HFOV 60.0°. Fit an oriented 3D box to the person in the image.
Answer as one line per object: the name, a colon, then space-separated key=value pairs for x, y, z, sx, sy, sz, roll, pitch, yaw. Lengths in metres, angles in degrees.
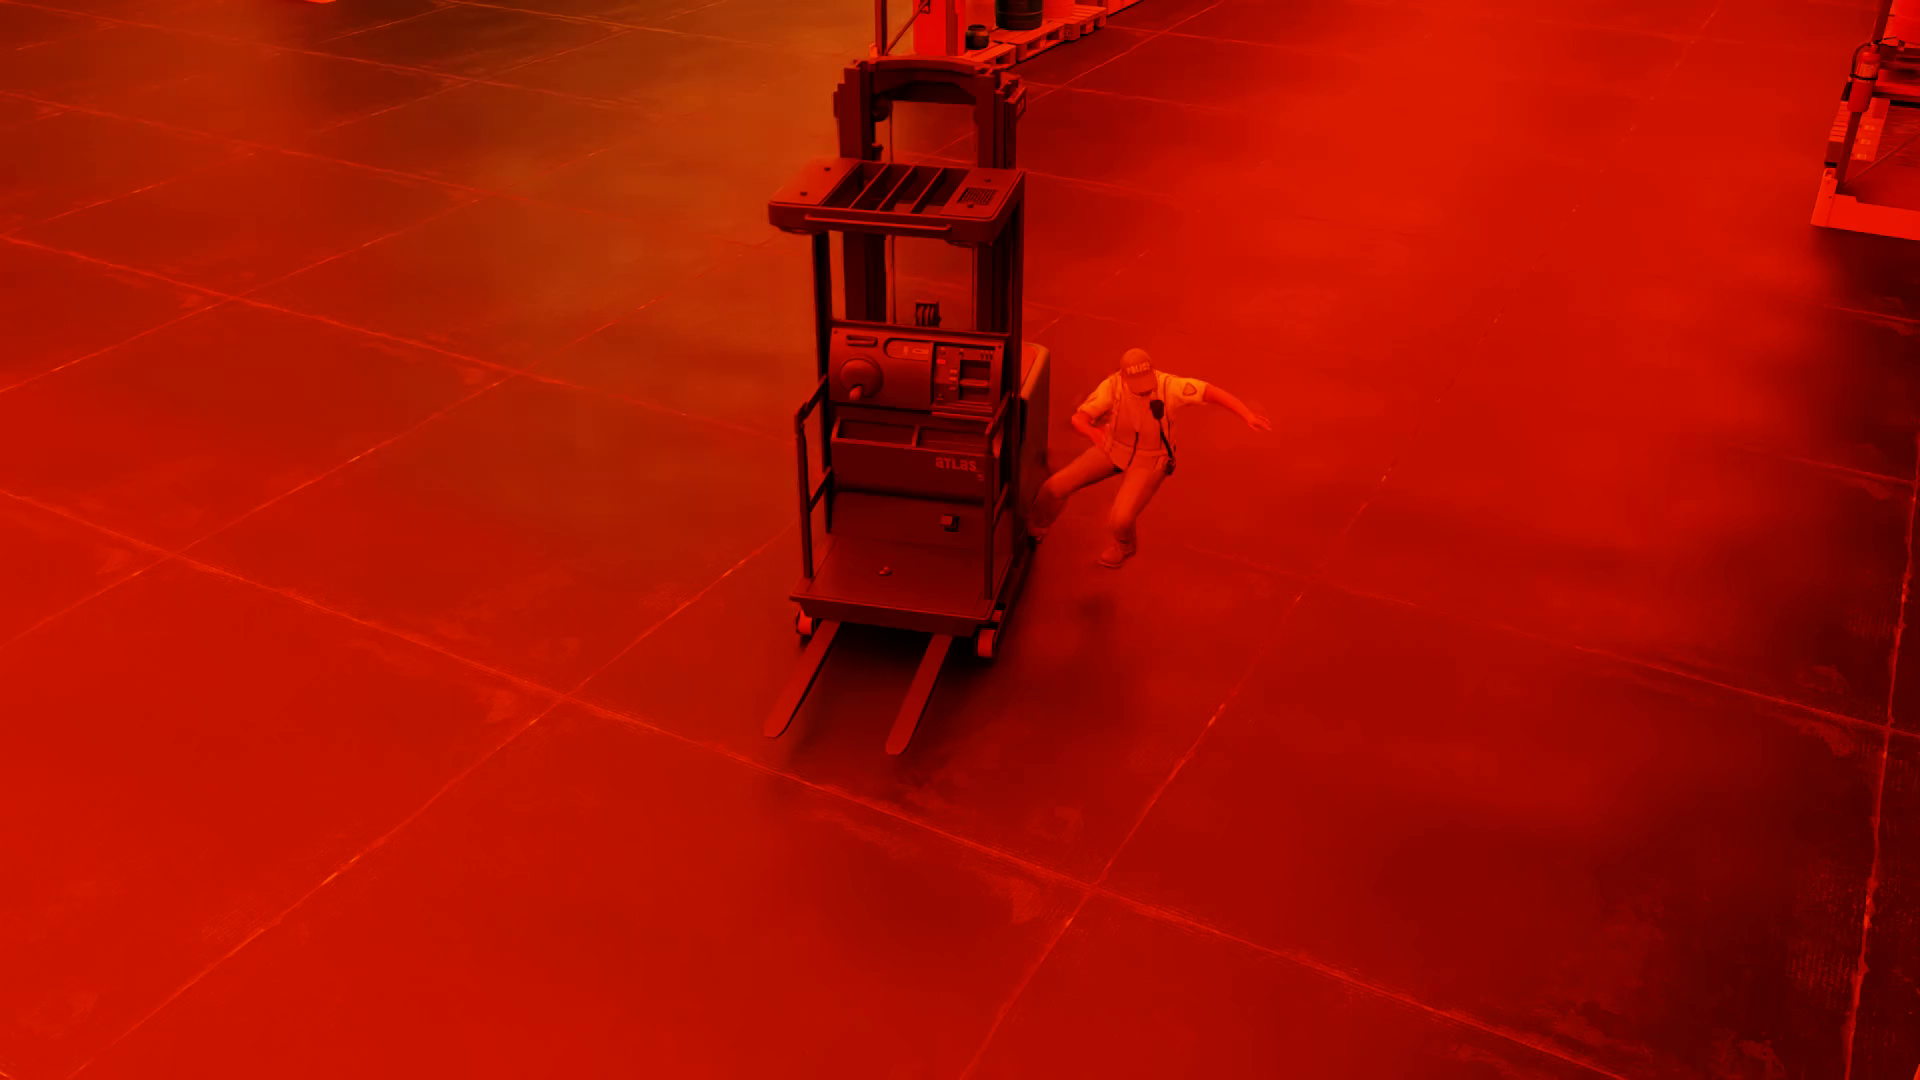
person: x=0.953 y=-0.438 z=9.242 sx=1.530 sy=1.346 sz=0.787 roll=10 pitch=31 yaw=16

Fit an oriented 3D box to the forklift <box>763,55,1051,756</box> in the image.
forklift: x=-0.275 y=-0.840 z=8.527 sx=1.130 sy=2.935 sz=3.031 roll=6 pitch=31 yaw=11
